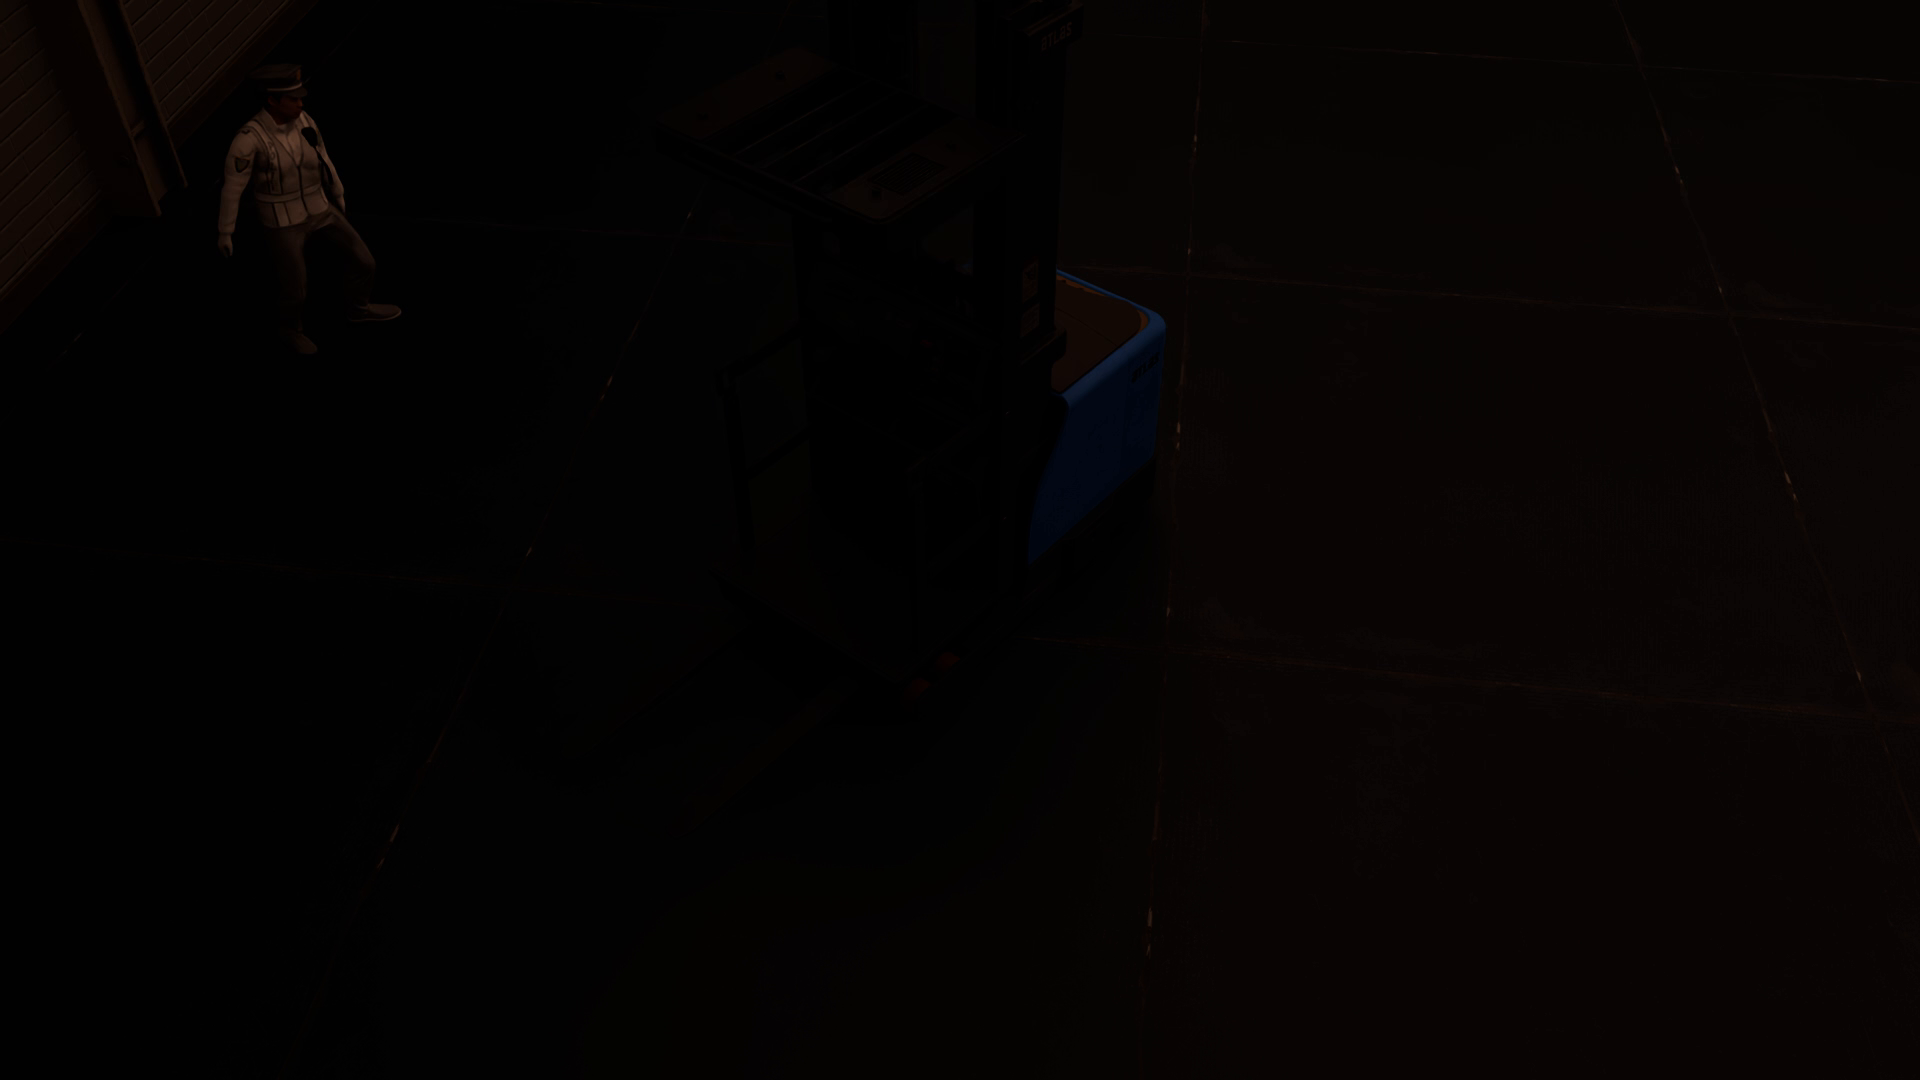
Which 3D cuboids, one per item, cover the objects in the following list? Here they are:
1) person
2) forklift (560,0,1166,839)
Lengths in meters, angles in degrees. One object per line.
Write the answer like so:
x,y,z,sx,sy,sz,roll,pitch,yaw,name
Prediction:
-3.438,-1.663,8.557,0.441,1.647,0.812,29,50,28,person
-0.384,-0.714,6.501,1.130,2.935,3.031,29,50,28,forklift
